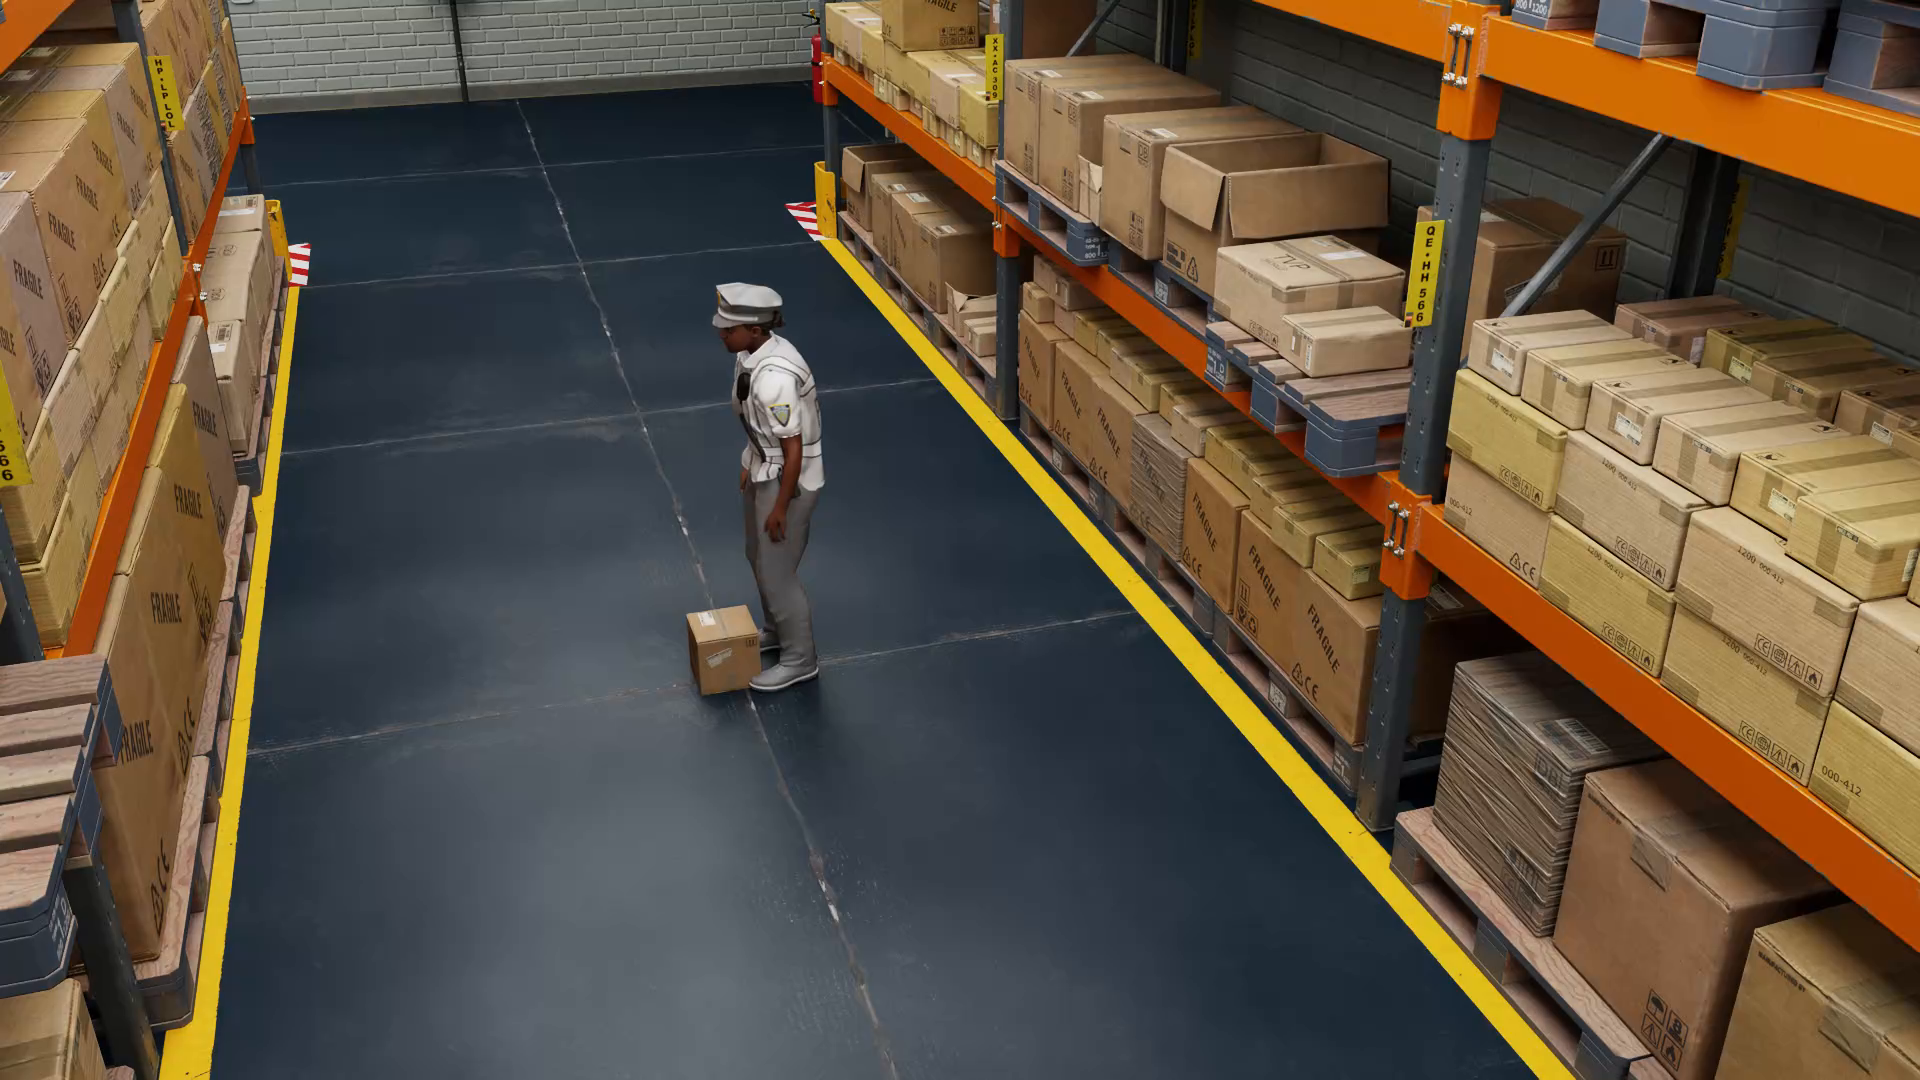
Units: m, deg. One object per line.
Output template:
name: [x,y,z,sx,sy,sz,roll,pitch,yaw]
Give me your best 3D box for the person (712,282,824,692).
person: [-0.741,-0.216,6.543,0.391,1.663,0.530,-9,28,-17]
